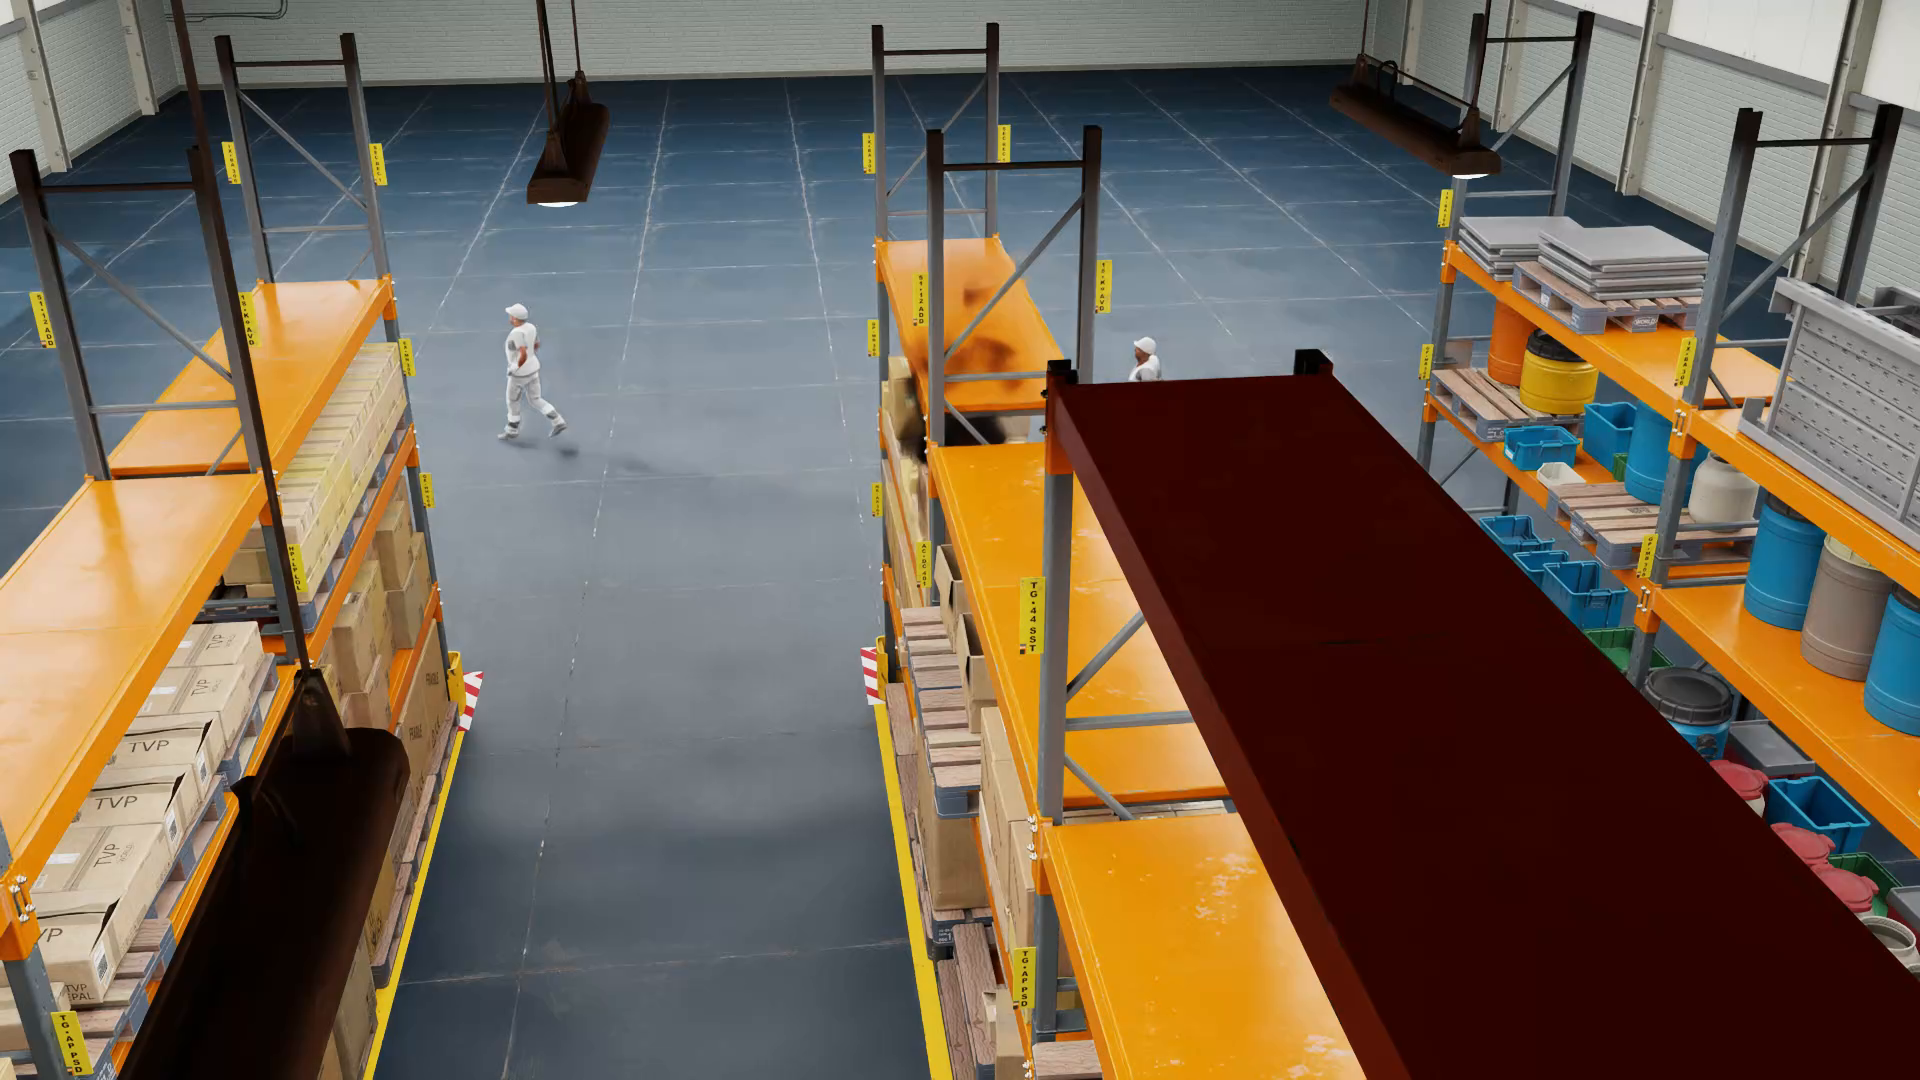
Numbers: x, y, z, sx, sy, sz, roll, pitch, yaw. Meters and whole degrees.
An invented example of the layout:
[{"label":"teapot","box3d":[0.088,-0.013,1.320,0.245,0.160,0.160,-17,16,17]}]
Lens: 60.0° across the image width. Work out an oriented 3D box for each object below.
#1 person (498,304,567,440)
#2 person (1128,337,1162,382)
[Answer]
[{"label":"person","box3d":[-5.416,-2.069,20.732,0.987,1.799,0.653,9,27,19]},{"label":"person","box3d":[2.228,-1.578,19.804,0.594,1.744,0.691,8,27,15]}]
